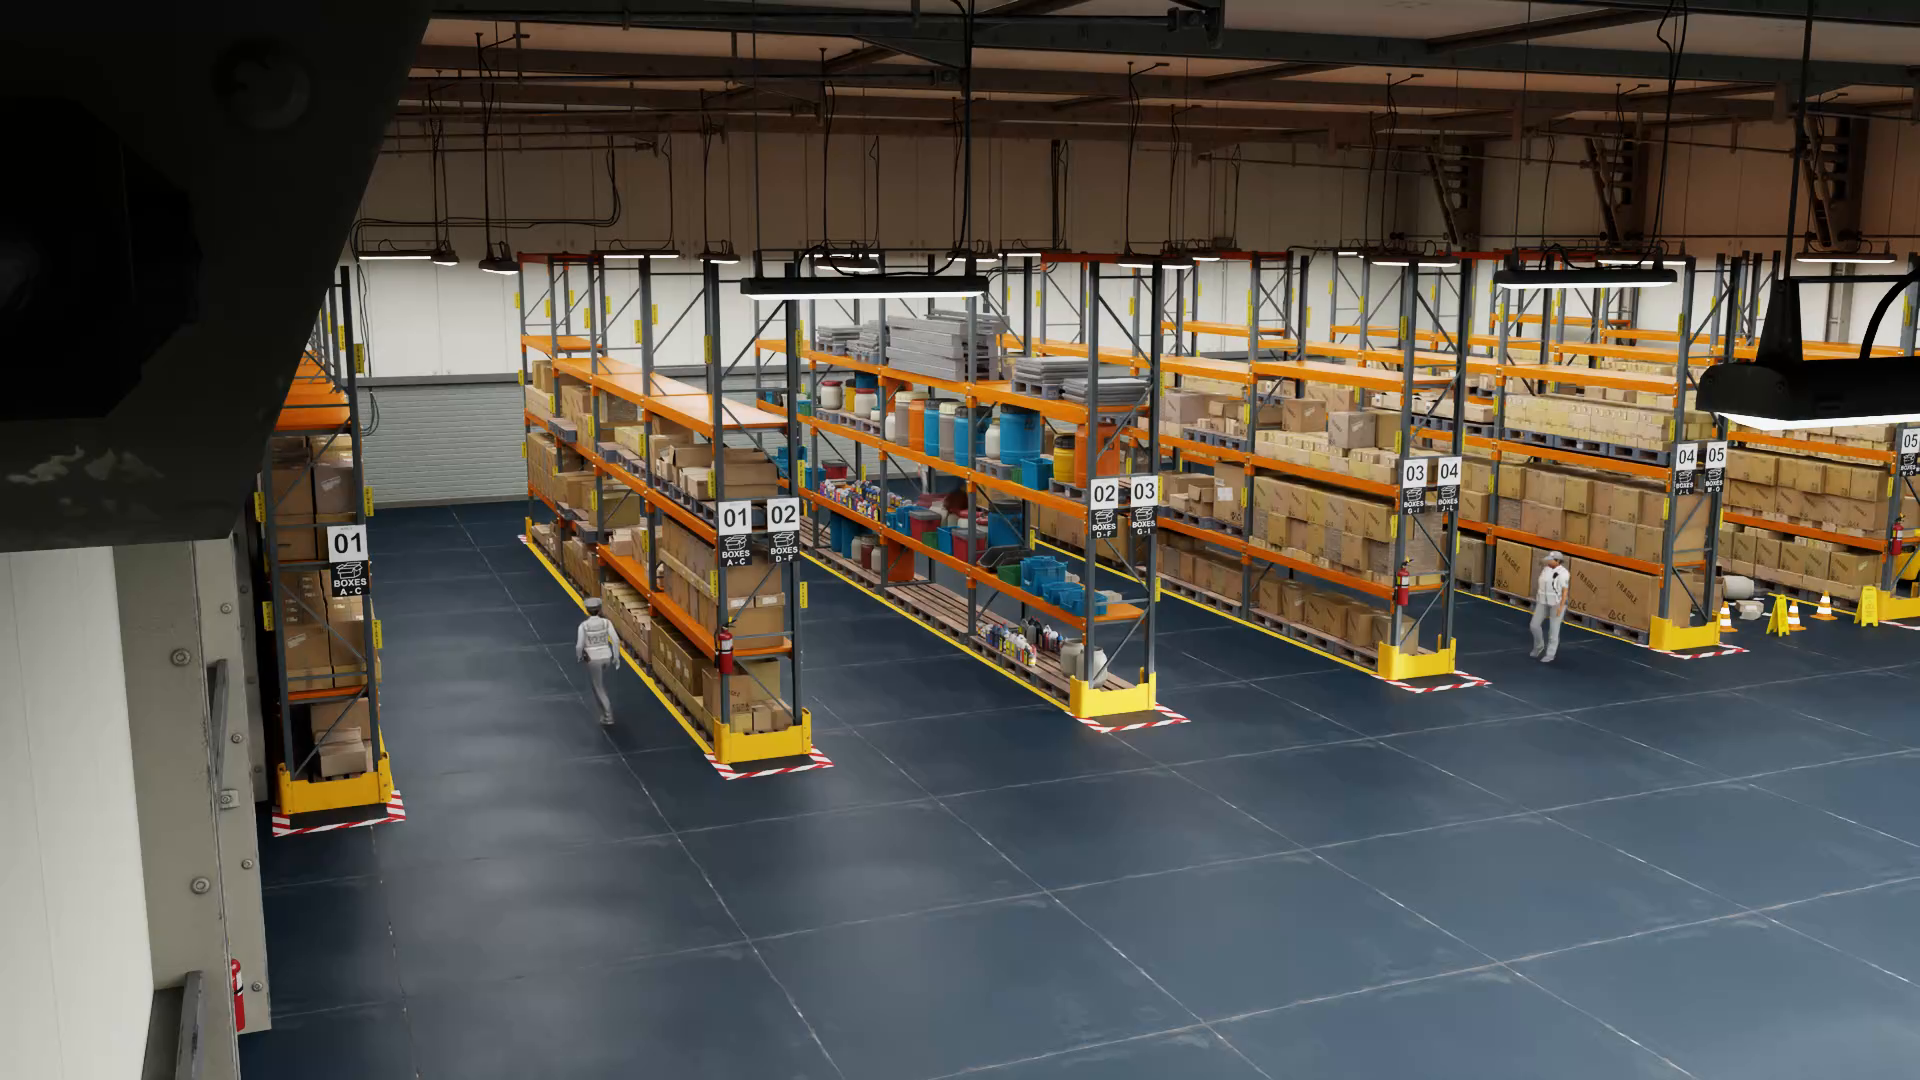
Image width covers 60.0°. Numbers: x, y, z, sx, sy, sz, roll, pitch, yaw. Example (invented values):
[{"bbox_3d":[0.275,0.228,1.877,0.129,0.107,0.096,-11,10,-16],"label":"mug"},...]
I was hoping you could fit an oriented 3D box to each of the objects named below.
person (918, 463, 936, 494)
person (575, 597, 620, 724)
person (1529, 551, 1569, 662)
[{"bbox_3d":[-0.782,-1.645,39.615,0.433,1.579,0.733,-3,11,-16],"label":"person"},{"bbox_3d":[-4.795,1.616,21.808,0.601,1.722,0.465,7,12,33],"label":"person"},{"bbox_3d":[8.889,1.000,25.081,0.529,1.695,0.481,9,14,40],"label":"person"}]
